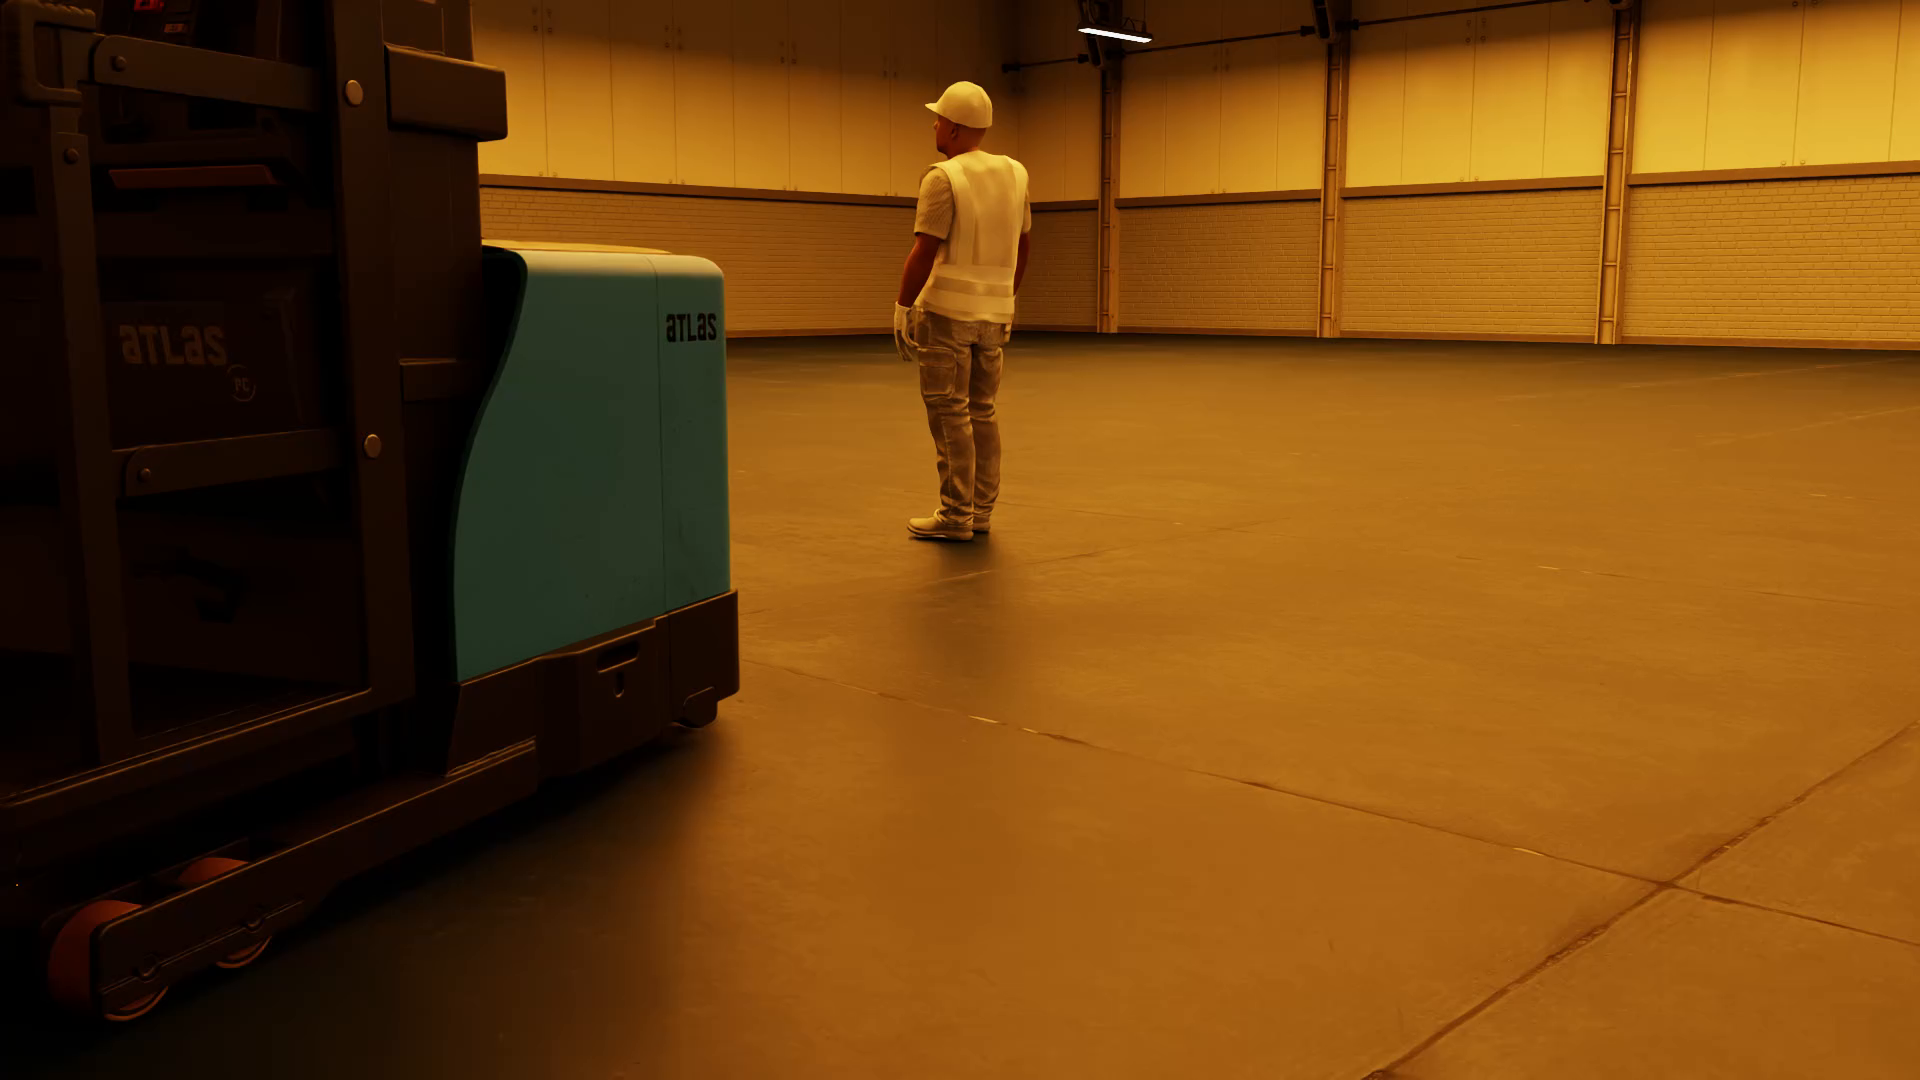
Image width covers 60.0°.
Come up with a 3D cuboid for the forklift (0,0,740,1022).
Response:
[{"bbox_3d":[-1.532,-0.854,2.543,1.130,2.935,3.031,3,9,21],"label":"forklift"}]

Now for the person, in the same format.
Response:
[{"bbox_3d":[-0.047,-0.897,6.639,0.575,1.784,0.656,8,12,43],"label":"person"}]
